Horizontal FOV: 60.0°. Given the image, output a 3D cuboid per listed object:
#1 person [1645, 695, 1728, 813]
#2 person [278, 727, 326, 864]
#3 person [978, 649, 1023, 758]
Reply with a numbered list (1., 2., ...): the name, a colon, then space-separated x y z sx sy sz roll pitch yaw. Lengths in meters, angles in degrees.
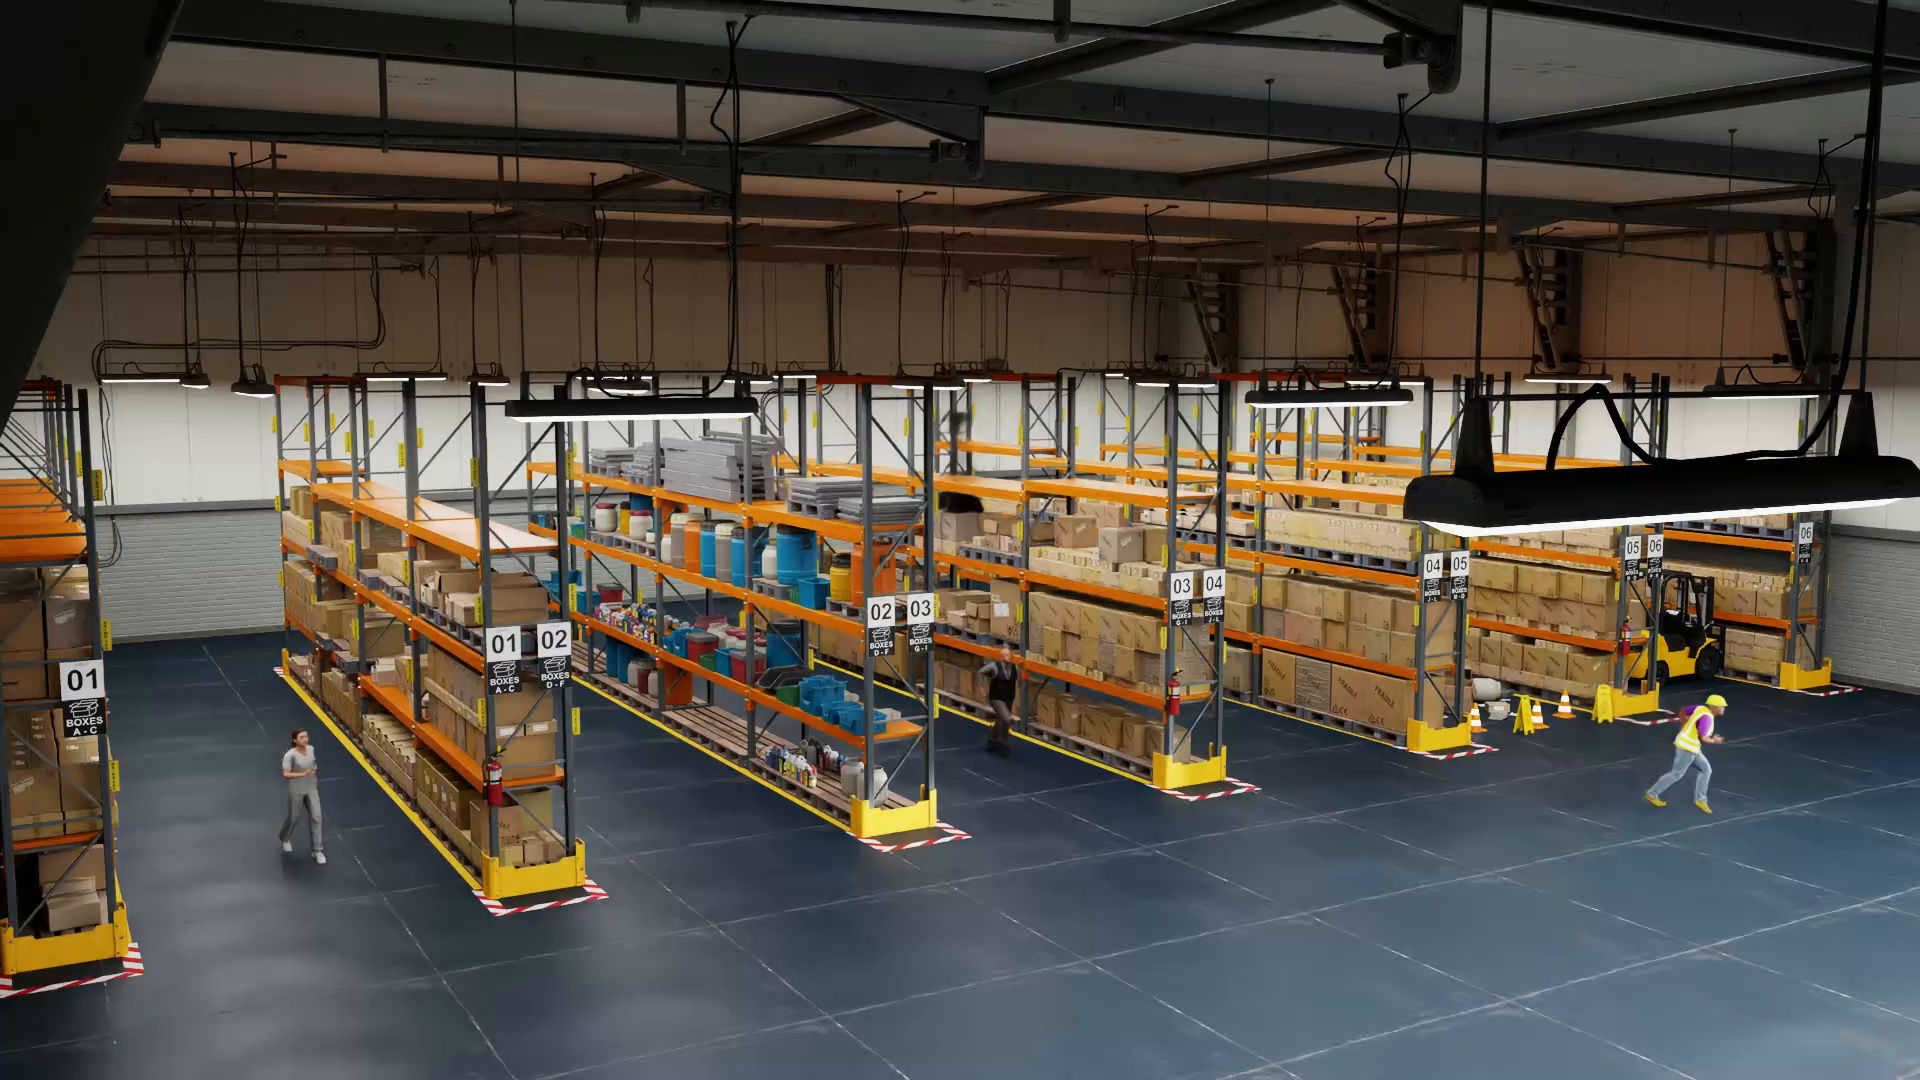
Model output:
1. person: 10.151 2.990 23.251 1.032 1.716 0.745 2 6 16
2. person: -8.315 3.183 20.973 0.948 1.675 0.551 5 8 39
3. person: 0.666 2.581 26.555 0.680 1.742 0.831 -4 7 -29
